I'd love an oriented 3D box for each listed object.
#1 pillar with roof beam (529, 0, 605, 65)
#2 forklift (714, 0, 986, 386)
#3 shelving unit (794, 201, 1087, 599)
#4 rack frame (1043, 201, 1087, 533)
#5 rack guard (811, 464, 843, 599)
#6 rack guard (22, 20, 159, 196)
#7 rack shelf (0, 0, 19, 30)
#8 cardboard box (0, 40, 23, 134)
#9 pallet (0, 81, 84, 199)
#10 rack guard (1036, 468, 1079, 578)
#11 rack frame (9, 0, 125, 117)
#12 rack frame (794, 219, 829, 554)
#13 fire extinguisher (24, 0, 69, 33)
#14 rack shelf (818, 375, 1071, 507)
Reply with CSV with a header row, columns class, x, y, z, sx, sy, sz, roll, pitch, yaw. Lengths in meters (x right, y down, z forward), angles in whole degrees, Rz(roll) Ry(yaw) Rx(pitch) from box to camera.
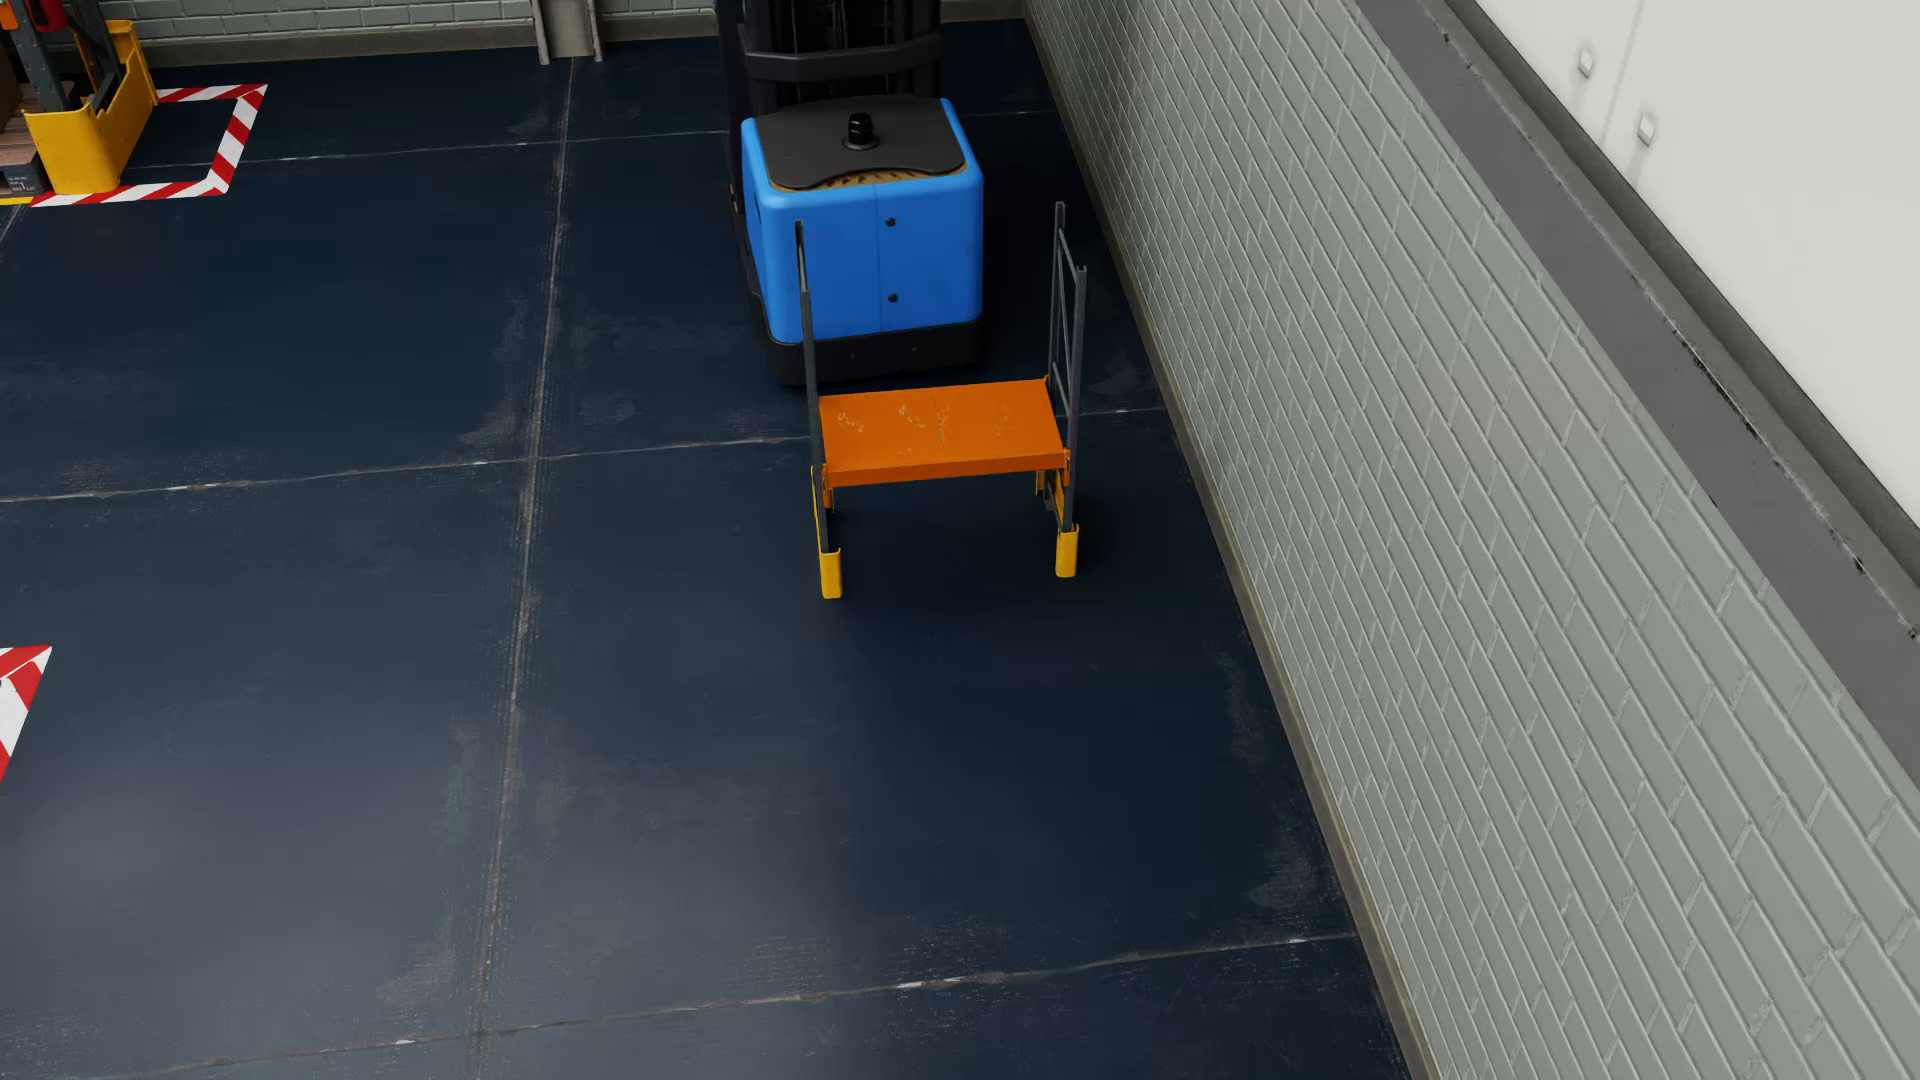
class,x,y,z,sx,sy,sz,roll,pitch,yaw
pillar with roof beam,-1.941,-3.636,4.563,0.400,9.000,9.100,-5,42,-6
forklift,-0.690,-2.823,8.192,1.130,2.935,3.031,-8,43,-9
shelving unit,-0.076,-0.550,6.740,1.083,1.500,0.587,-5,42,-6
rack frame,0.419,-0.594,6.788,0.032,1.500,0.500,-5,42,-6
rack guard,-0.569,-0.043,7.111,0.087,0.250,0.587,-5,42,-6
rack guard,-5.041,-2.533,9.685,0.348,0.500,1.175,-5,42,-6
rack shelf,-7.047,-3.018,8.894,4.000,0.370,1.077,-5,42,-6
cardboard box,-5.745,-2.559,9.401,0.500,0.500,0.700,-5,42,-6
pallet,-5.847,-2.302,9.645,1.213,0.211,1.003,-5,42,-6
rack guard,0.418,-0.129,7.207,0.087,0.250,0.587,-5,42,-6
rack frame,-5.064,-3.459,8.845,0.127,3.000,1.000,-5,42,-6
rack frame,-0.589,-0.505,6.691,0.032,1.500,0.500,-5,42,-6
fire extinguisher,-4.855,-2.998,8.671,0.183,0.674,0.296,-5,42,-6
rack shelf,-0.085,-0.416,6.860,1.000,0.185,0.538,-5,42,-6
